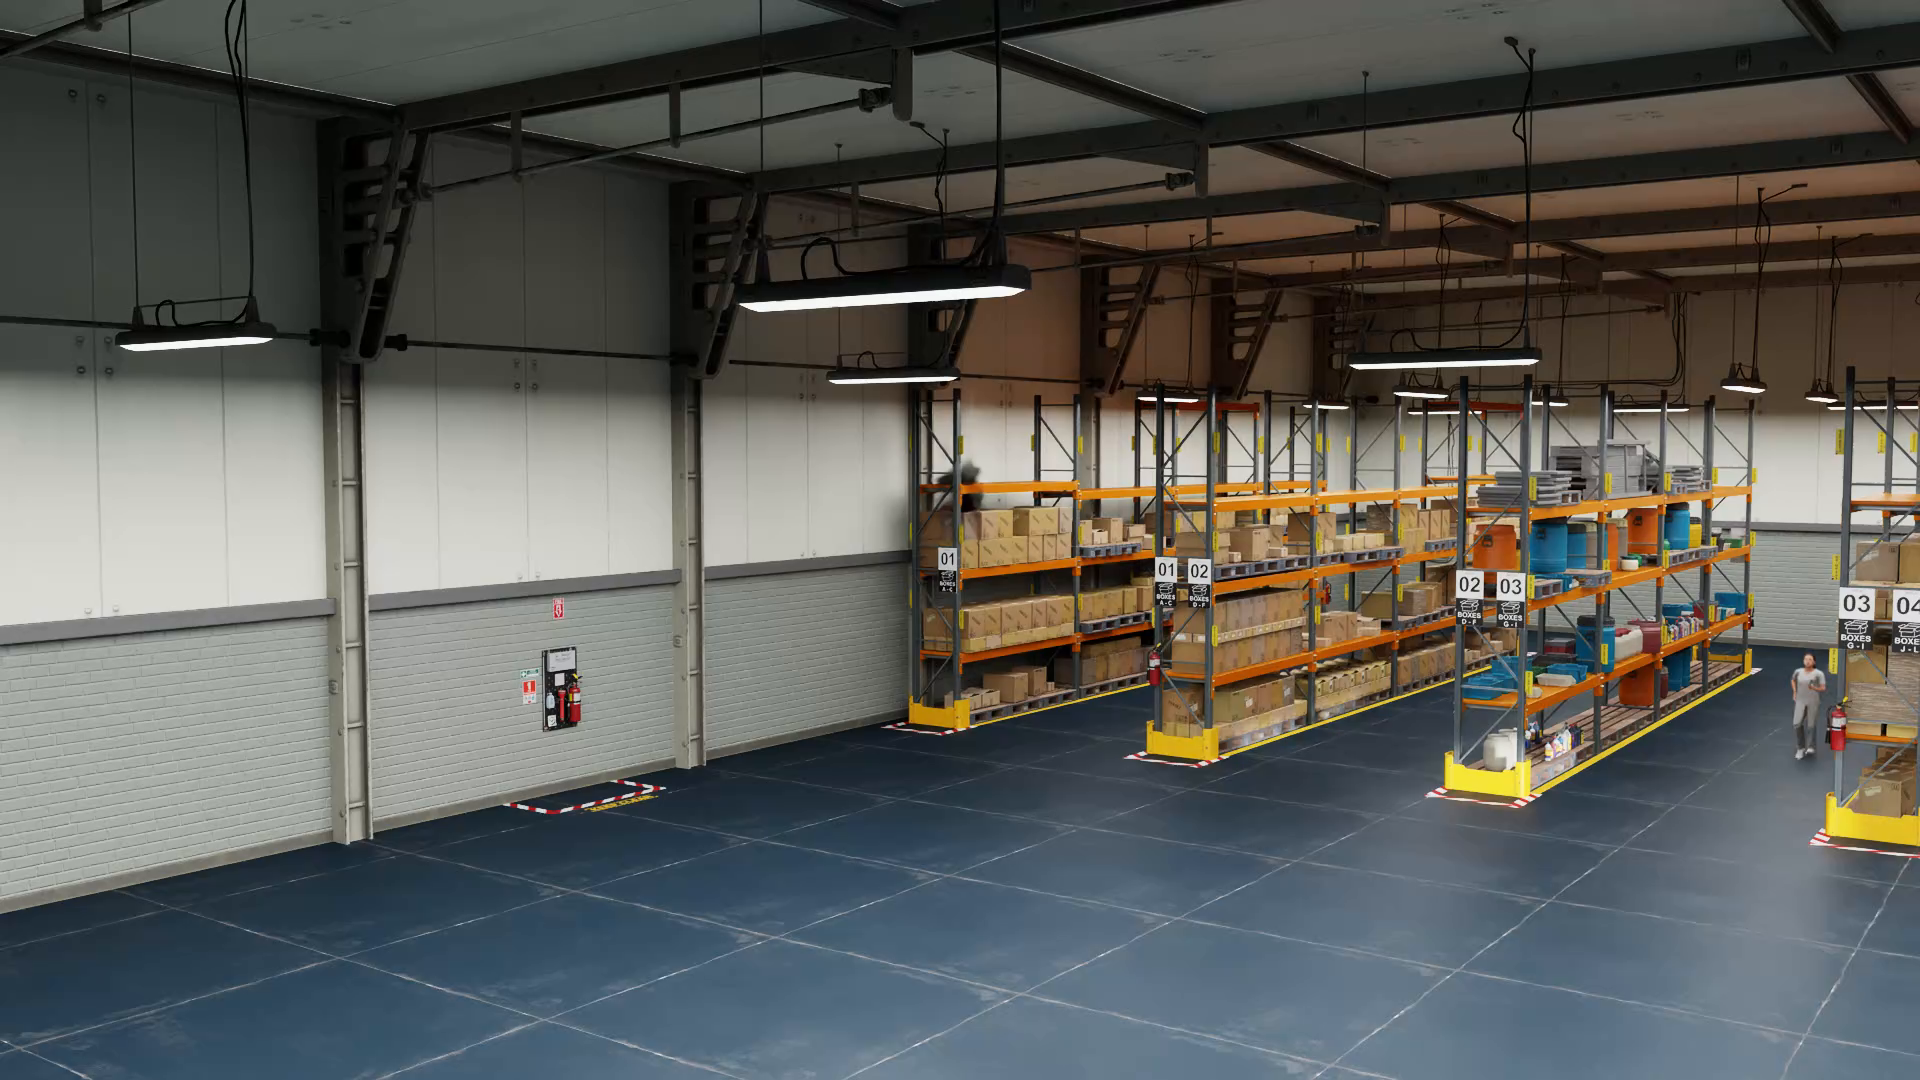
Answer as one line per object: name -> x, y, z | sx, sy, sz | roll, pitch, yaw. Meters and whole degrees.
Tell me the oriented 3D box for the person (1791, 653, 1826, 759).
person -> 13.552, 2.653, 26.604 | 0.544, 1.708, 0.686 | 2, 4, 36
